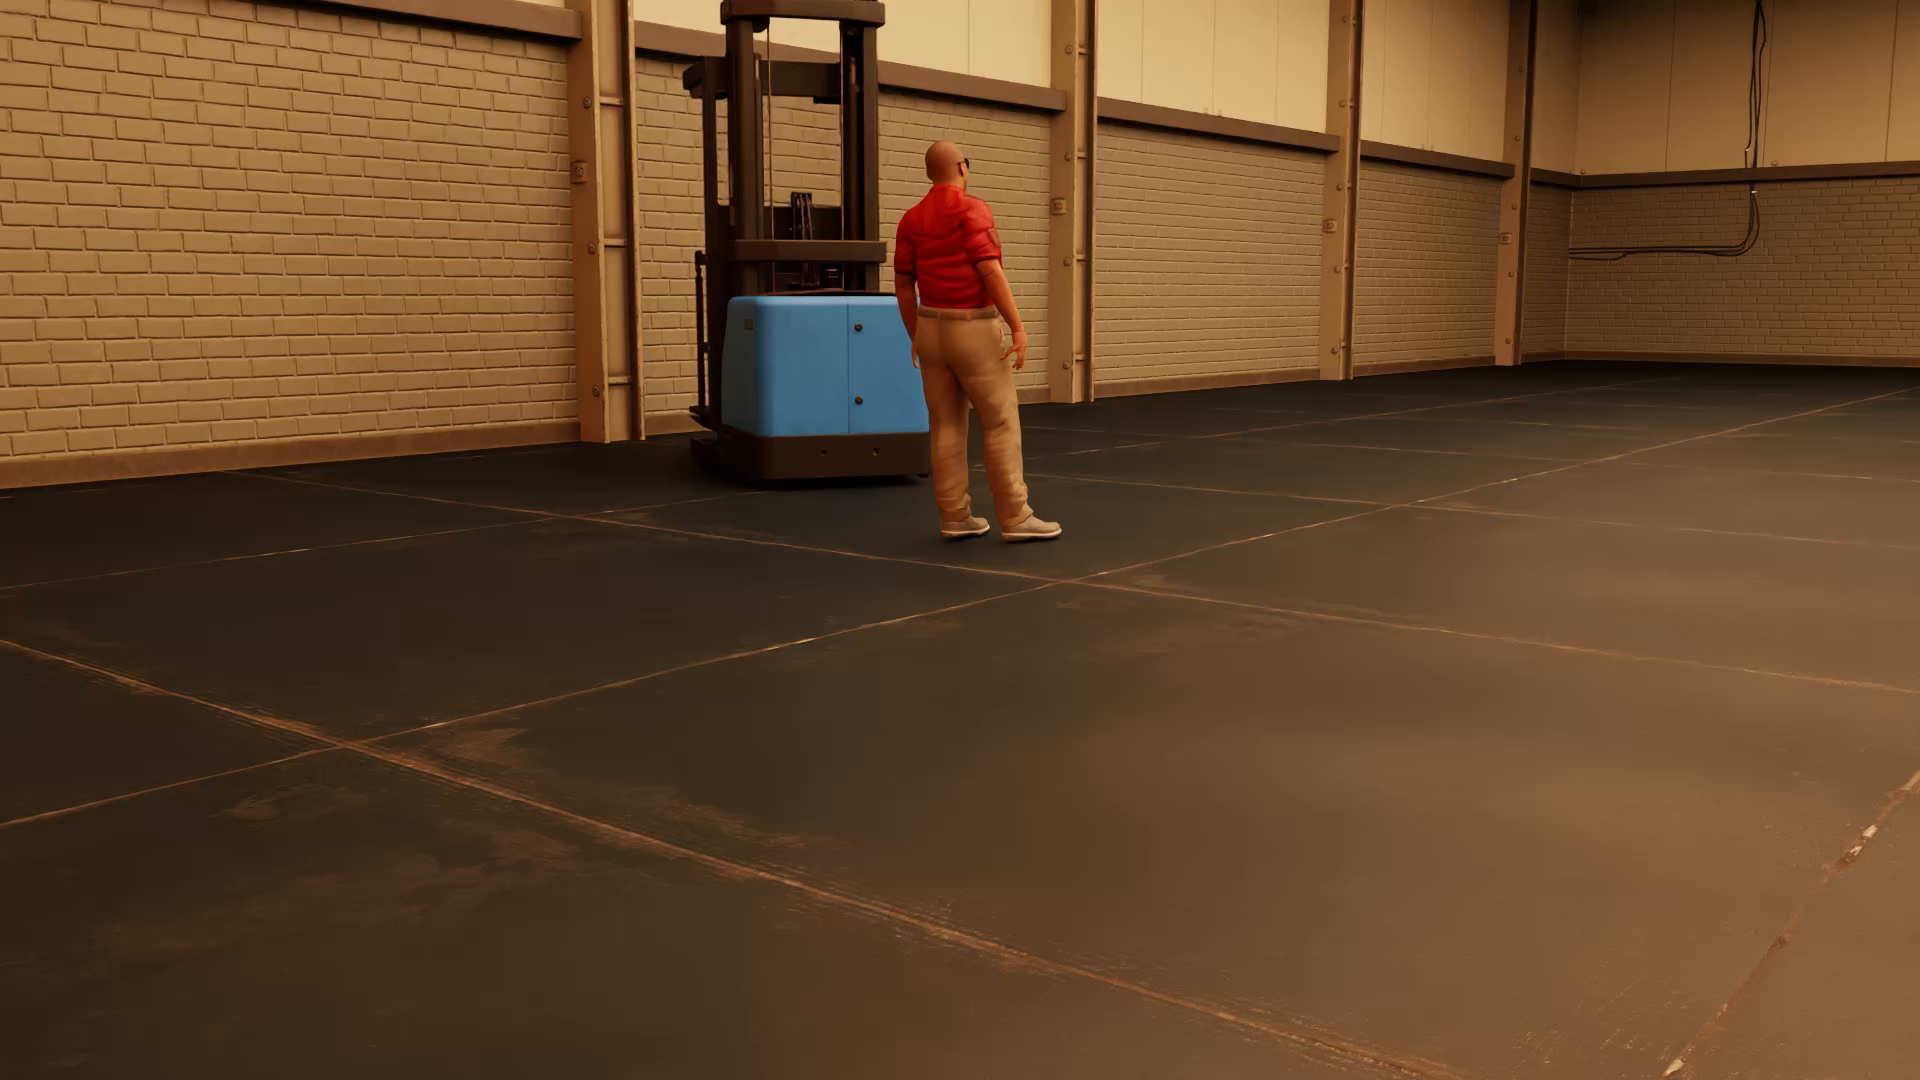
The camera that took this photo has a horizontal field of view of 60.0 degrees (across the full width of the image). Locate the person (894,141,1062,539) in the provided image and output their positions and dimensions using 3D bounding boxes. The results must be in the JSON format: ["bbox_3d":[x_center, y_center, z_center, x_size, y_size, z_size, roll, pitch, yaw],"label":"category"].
[{"bbox_3d":[0.066,-0.871,7.340,0.640,1.727,0.551,7,11,38],"label":"person"}]

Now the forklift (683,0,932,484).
[{"bbox_3d":[-1.118,-1.940,10.539,1.130,2.935,3.031,-3,9,-19],"label":"forklift"}]
